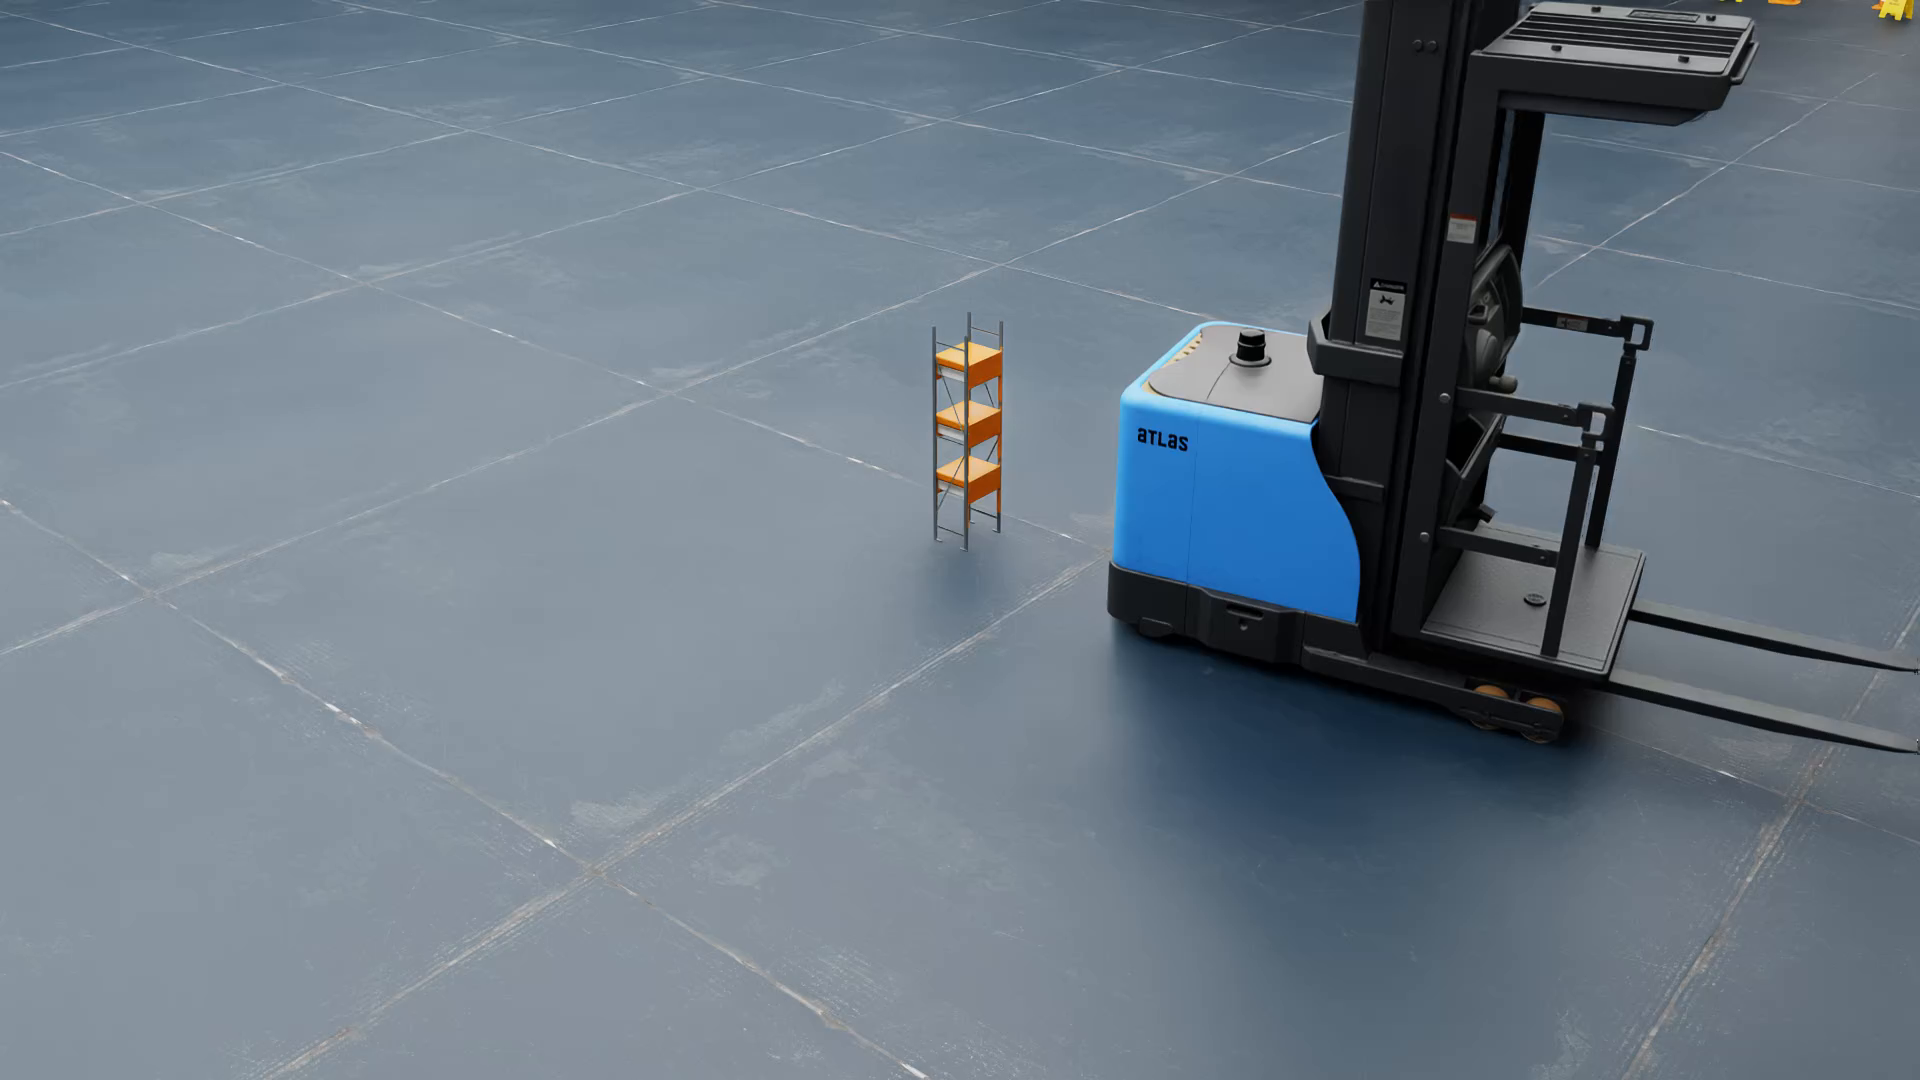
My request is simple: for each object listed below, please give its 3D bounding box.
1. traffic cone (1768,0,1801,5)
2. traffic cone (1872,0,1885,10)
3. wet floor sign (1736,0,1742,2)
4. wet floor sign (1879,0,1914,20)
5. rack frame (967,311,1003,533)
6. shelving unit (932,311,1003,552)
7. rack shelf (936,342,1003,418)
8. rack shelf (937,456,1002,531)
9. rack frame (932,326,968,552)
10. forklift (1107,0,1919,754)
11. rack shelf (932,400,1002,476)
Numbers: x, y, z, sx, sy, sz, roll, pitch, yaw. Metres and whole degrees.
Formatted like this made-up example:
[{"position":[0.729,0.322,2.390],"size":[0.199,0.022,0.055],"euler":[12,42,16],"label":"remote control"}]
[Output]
[{"position":[10.246,-6.887,20.560],"size":[0.336,0.463,0.334],"euler":[21,34,34],"label":"traffic cone"},{"position":[11.318,-6.684,20.166],"size":[0.336,0.463,0.334],"euler":[21,34,34],"label":"traffic cone"},{"position":[9.666,-7.057,20.689],"size":[0.267,0.644,0.232],"euler":[15,31,26],"label":"wet floor sign"},{"position":[11.094,-6.481,19.575],"size":[0.232,0.644,0.267],"euler":[-15,31,-27],"label":"wet floor sign"},{"position":[0.112,-0.529,7.629],"size":[0.200,1.050,0.008],"euler":[21,34,34],"label":"rack frame"},{"position":[0.034,-0.485,7.545],"size":[0.215,1.050,0.252],"euler":[21,34,34],"label":"shelving unit"},{"position":[0.034,-0.728,7.420],"size":[0.215,0.259,0.240],"euler":[21,34,34],"label":"rack shelf"},{"position":[0.034,-0.229,7.678],"size":[0.215,0.259,0.240],"euler":[21,34,34],"label":"rack shelf"},{"position":[-0.044,-0.442,7.462],"size":[0.200,1.050,0.008],"euler":[21,34,34],"label":"rack frame"},{"position":[2.170,-0.816,6.137],"size":[3.031,2.935,1.130],"euler":[13,30,24],"label":"forklift"},{"position":[0.034,-0.476,7.550],"size":[0.215,0.259,0.240],"euler":[21,34,34],"label":"rack shelf"}]
